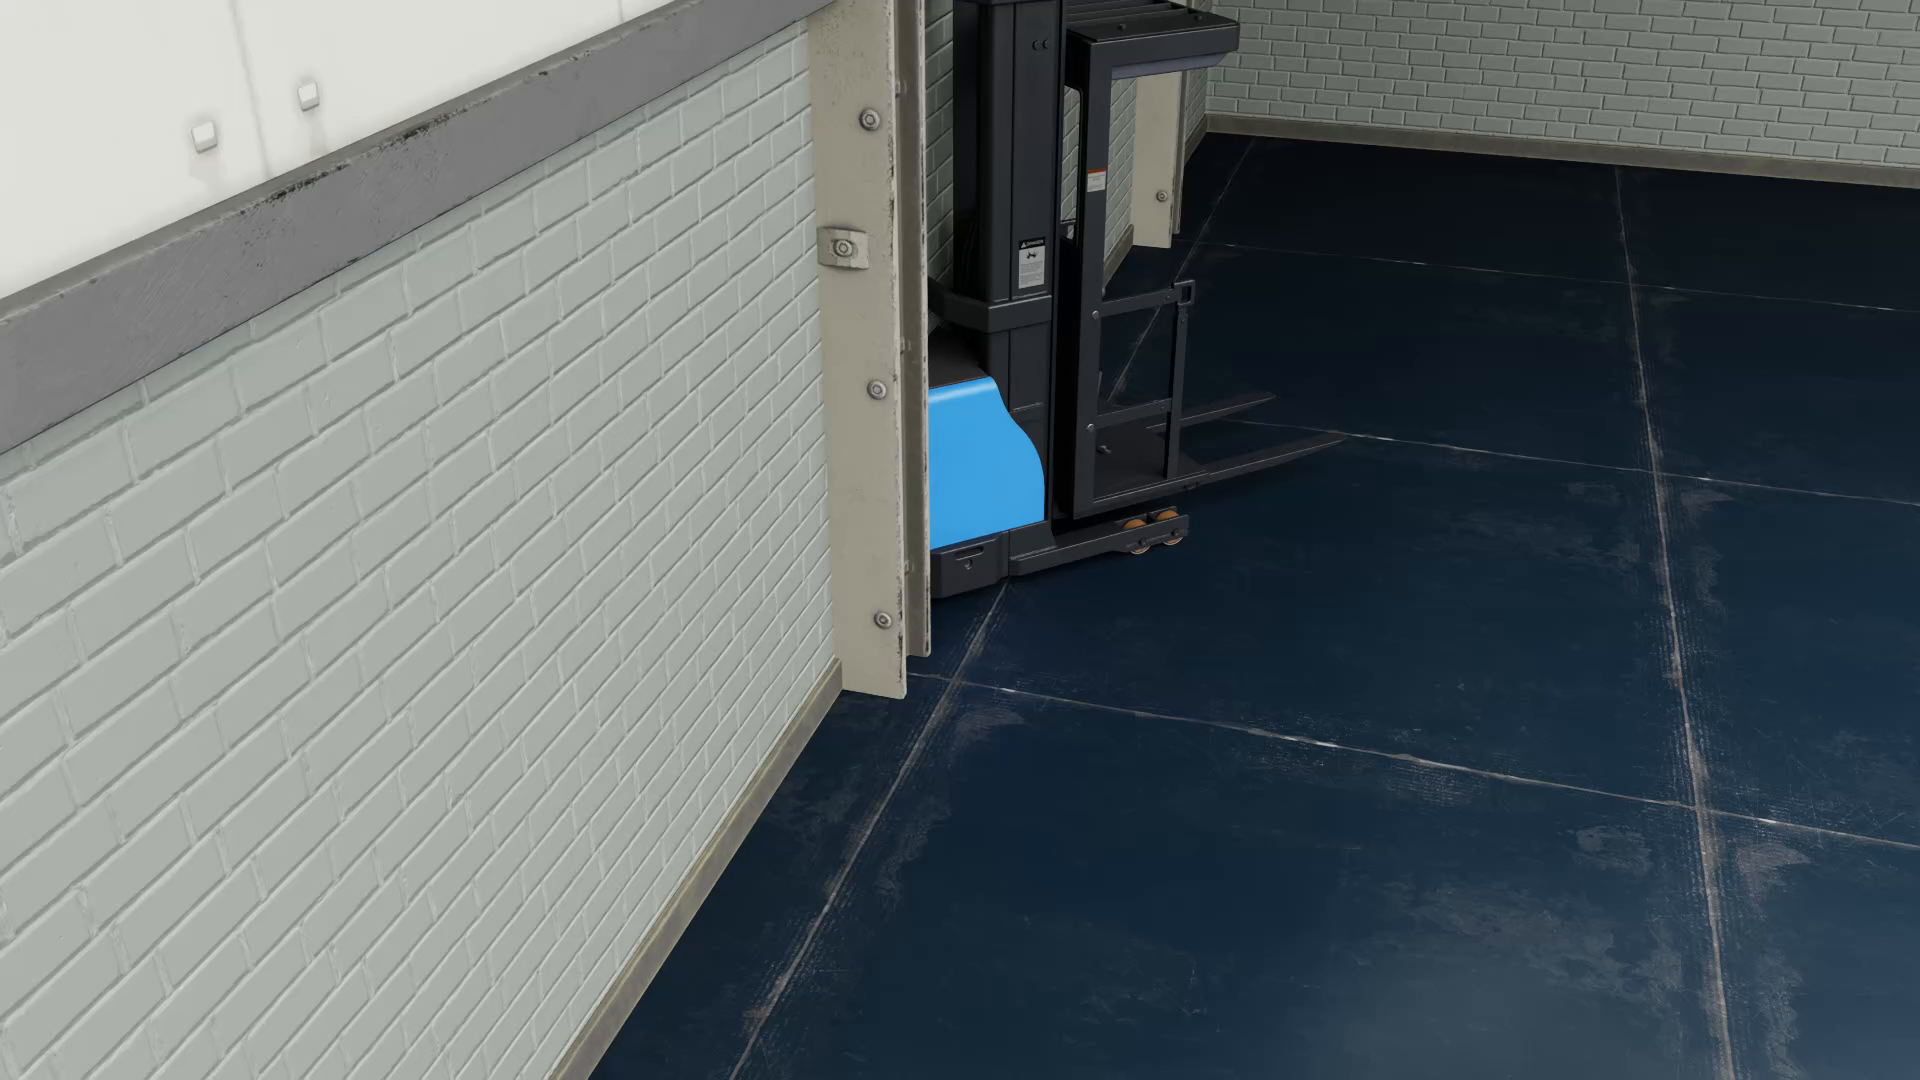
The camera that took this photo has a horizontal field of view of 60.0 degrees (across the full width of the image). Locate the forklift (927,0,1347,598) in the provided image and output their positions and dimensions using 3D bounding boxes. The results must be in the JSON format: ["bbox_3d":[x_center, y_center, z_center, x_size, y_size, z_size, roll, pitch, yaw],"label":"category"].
[{"bbox_3d":[0.551,-1.423,7.794,3.031,2.935,1.130,-15,32,-24],"label":"forklift"}]

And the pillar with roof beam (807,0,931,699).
[{"bbox_3d":[3.783,-2.758,3.950,9.100,9.000,0.400,8,30,15],"label":"pillar with roof beam"}]

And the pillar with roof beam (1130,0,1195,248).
[{"bbox_3d":[5.544,-5.546,8.963,9.100,9.000,0.400,8,30,15],"label":"pillar with roof beam"}]
